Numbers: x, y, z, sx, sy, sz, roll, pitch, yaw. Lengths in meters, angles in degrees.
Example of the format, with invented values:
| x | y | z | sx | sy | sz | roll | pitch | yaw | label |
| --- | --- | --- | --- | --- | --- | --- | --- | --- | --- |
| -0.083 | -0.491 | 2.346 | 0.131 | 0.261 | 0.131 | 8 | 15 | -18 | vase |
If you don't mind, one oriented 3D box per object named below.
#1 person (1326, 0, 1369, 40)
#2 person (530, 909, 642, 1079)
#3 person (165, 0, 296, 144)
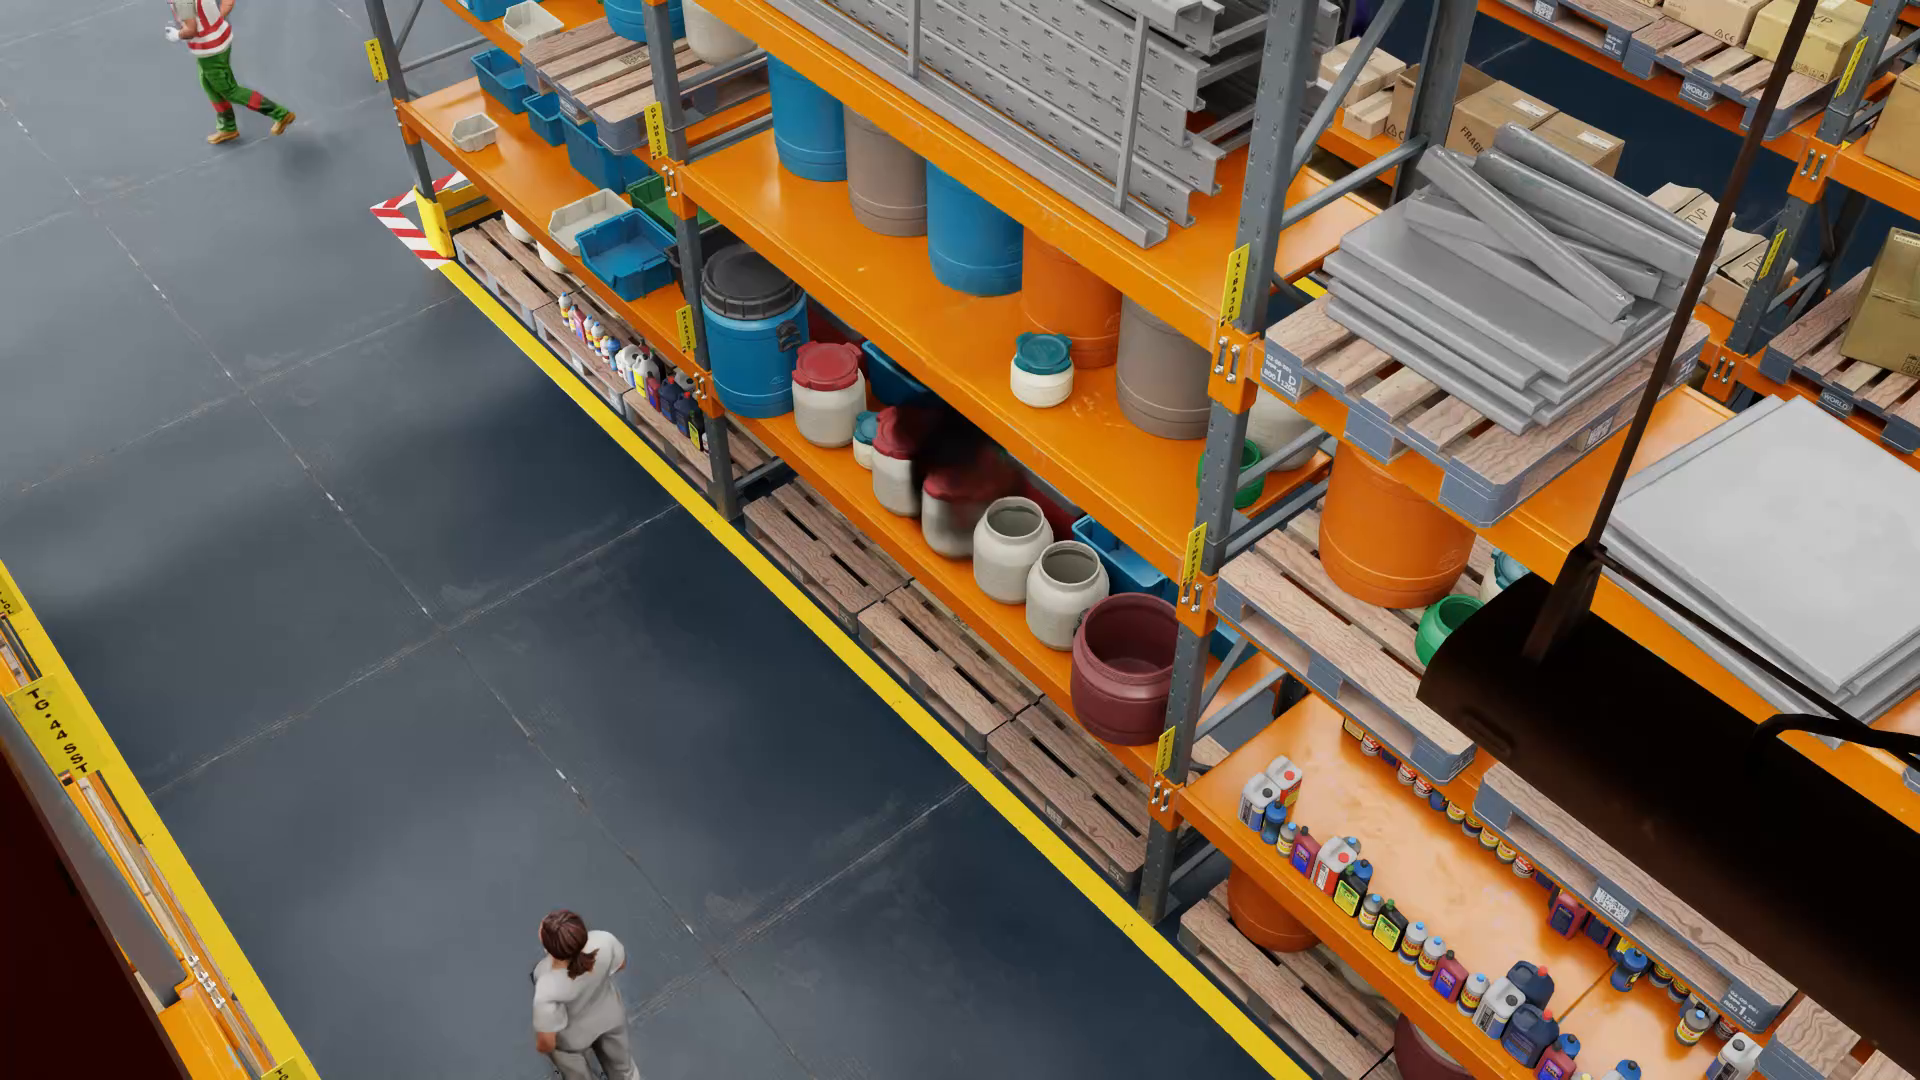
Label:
| x | y | z | sx | sy | sz | roll | pitch | yaw | label |
| --- | --- | --- | --- | --- | --- | --- | --- | --- | --- |
| 3.211 | -4.417 | 14.073 | 0.597 | 1.679 | 0.695 | -35 | 56 | -29 | person |
| -1.696 | 2.142 | 7.431 | 0.540 | 1.706 | 0.649 | -33 | 55 | -27 | person |
| -6.019 | -4.001 | 13.553 | 0.857 | 1.810 | 0.647 | 1 | 47 | 1 | person |
